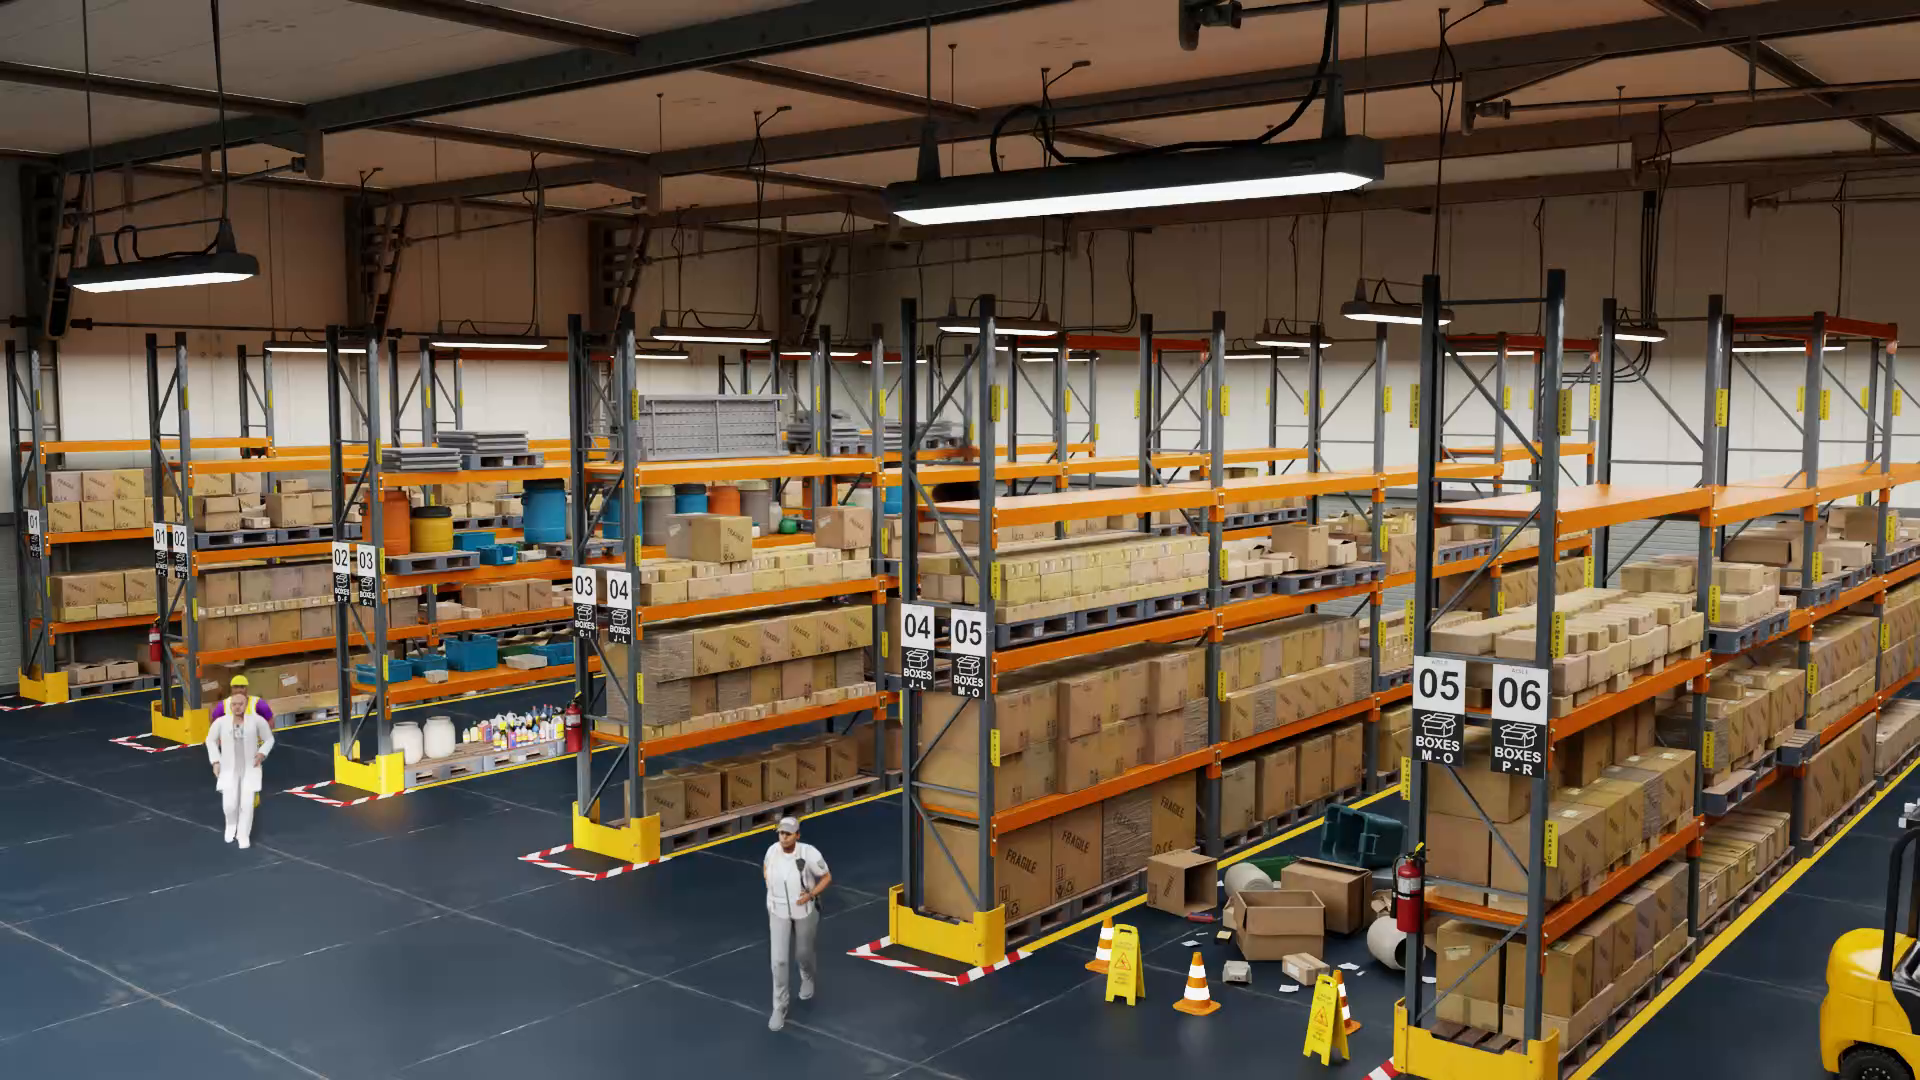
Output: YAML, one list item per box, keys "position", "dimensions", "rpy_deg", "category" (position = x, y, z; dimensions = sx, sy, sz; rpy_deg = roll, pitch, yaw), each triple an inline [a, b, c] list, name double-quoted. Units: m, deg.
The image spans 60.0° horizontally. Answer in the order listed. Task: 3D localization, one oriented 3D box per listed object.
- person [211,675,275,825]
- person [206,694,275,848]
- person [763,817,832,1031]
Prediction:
- position: [-8.622, 2.485, 19.998]
  dimensions: [0.719, 1.745, 0.845]
  rpy_deg: [-2, 5, -18]
  category: "person"
- position: [-8.124, 2.607, 18.795]
  dimensions: [0.723, 1.747, 0.629]
  rpy_deg: [-2, 6, -22]
  category: "person"
- position: [-1.349, 3.101, 13.769]
  dimensions: [0.602, 1.704, 0.818]
  rpy_deg: [0, 5, 5]
  category: "person"
